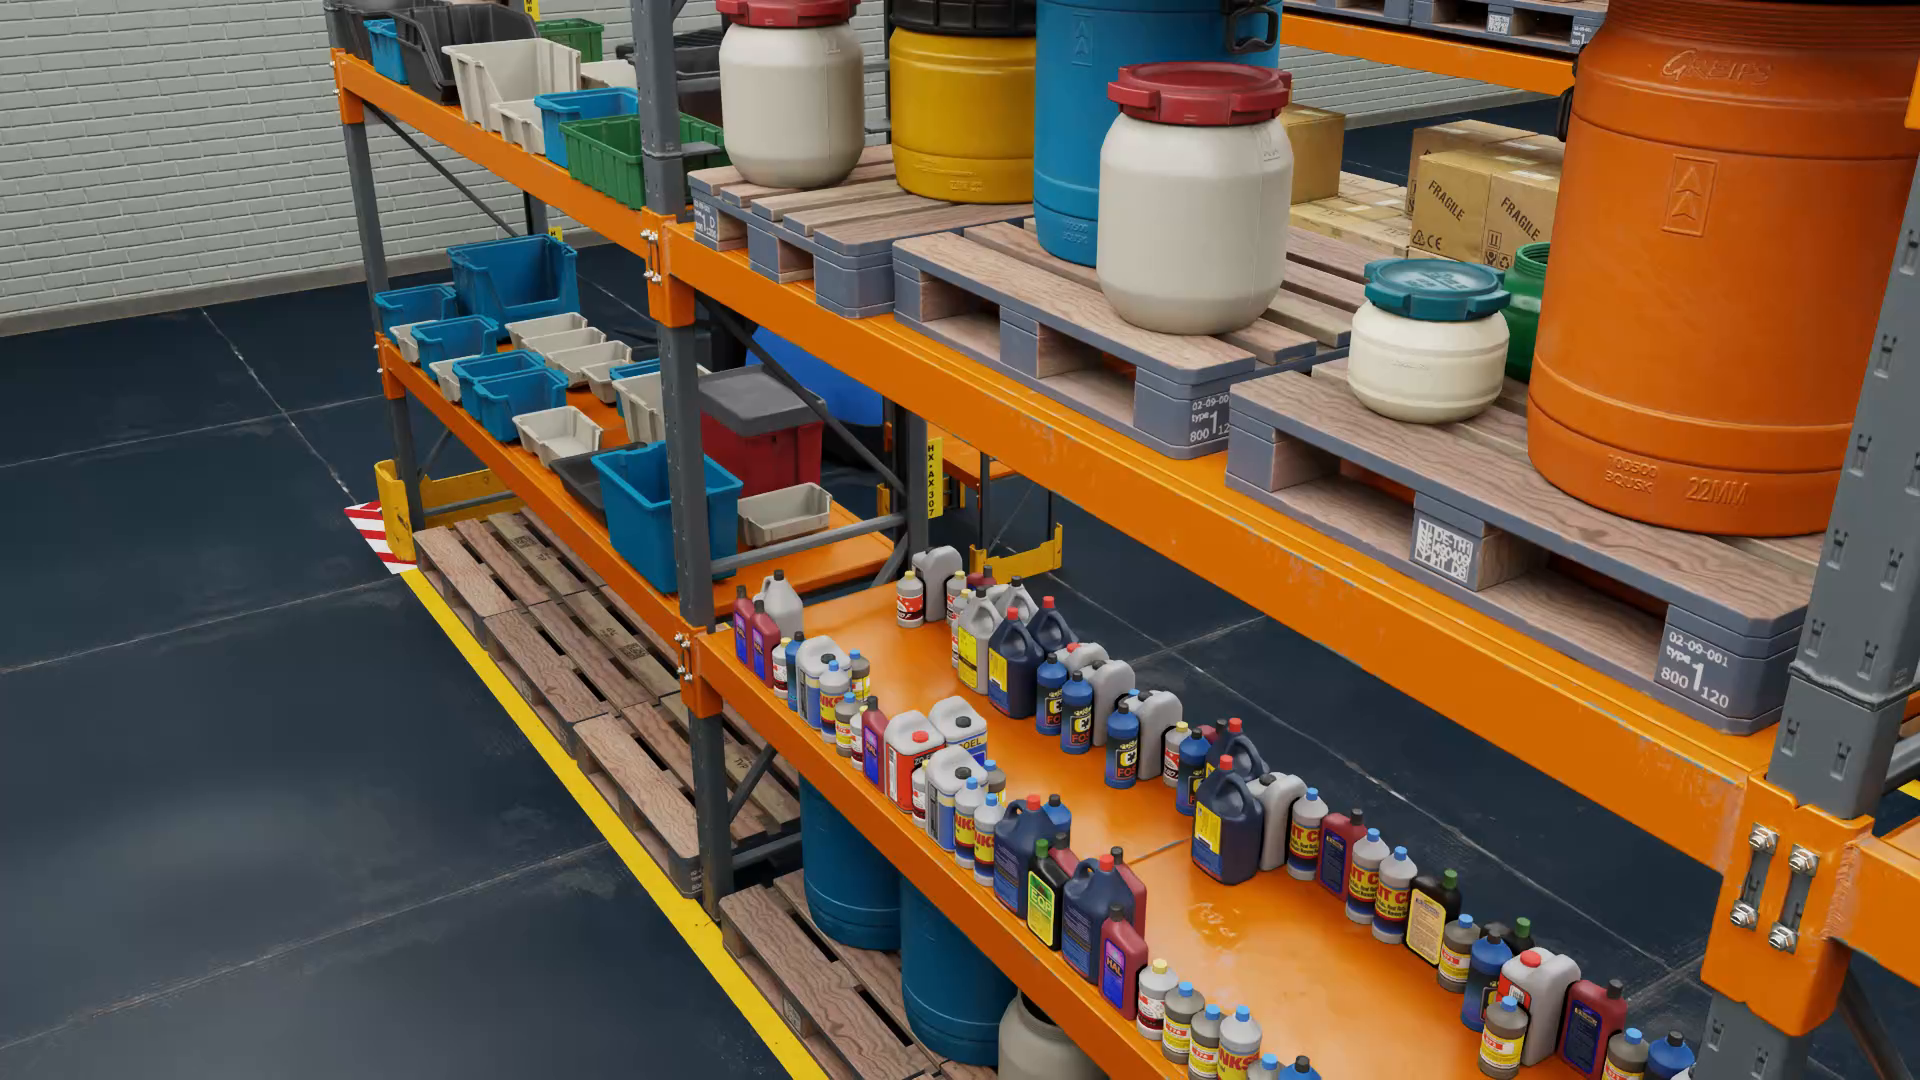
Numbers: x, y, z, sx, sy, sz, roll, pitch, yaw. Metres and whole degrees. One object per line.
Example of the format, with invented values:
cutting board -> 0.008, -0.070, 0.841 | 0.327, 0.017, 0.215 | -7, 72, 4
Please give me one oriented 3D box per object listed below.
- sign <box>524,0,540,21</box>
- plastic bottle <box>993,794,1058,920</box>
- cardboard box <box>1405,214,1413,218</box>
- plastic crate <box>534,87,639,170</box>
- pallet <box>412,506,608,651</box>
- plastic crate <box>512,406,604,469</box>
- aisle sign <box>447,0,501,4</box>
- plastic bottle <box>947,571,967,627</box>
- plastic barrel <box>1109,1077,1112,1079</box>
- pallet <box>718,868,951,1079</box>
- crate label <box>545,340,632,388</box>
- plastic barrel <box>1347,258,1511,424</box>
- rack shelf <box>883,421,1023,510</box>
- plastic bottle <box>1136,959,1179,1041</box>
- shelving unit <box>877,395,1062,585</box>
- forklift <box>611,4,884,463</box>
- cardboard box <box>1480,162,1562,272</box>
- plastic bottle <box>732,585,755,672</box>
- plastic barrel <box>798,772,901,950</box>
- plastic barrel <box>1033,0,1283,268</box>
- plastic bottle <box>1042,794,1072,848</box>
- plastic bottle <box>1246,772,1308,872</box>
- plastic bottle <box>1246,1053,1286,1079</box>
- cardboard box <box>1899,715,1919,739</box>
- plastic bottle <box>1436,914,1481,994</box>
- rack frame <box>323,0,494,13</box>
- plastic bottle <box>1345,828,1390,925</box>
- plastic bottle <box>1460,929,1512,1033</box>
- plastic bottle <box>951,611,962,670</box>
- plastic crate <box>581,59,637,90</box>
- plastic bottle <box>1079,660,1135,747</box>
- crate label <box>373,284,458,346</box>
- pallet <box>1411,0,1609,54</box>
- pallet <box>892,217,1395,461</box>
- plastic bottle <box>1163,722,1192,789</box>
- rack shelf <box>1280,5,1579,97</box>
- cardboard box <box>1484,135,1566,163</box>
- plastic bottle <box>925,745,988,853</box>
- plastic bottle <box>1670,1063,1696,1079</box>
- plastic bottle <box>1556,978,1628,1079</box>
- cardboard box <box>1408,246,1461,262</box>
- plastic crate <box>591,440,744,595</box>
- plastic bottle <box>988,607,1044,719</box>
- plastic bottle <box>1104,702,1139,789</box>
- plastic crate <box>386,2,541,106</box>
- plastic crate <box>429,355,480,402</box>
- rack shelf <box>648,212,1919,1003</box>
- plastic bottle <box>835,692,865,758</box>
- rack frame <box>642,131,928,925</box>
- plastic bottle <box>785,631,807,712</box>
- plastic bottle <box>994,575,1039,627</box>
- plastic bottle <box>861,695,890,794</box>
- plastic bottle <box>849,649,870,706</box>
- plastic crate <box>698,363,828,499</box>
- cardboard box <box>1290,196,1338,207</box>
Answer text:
sign -> -2.304, -2.855, 8.894 | 0.100, 0.325, 0.005 | -16, 29, -30
plastic bottle -> 0.183, 0.837, 4.521 | 0.144, 0.351, 0.185 | -16, 29, -30
cardboard box -> 2.985, -1.795, 9.865 | 0.500, 0.250, 0.500 | -15, 29, -28
plastic crate -> -1.337, -1.514, 6.125 | 0.416, 0.233, 0.300 | -16, 29, -30
pallet -> -2.338, 0.153, 9.179 | 1.003, 0.211, 1.213 | -16, 29, -30
plastic crate -> -1.775, -0.442, 7.412 | 0.293, 0.136, 0.466 | -16, 29, -30
aisle sign -> -2.550, -2.682, 8.872 | 0.394, 0.787, 0.004 | -16, 29, -30
plastic bottle -> 0.000, 0.209, 6.026 | 0.097, 0.201, 0.097 | 0, 25, 0
plastic barrel -> 0.713, 1.775, 4.810 | 0.600, 0.588, 0.708 | -16, 29, -30
pallet -> -0.186, 1.565, 6.187 | 1.003, 0.211, 1.213 | -16, 29, -30
crate label -> -1.841, -0.870, 8.317 | 0.396, 0.136, 0.243 | -16, 29, -30
plastic barrel -> 0.903, -0.384, 3.206 | 0.301, 0.262, 0.301 | 0, 25, 0
rack shelf -> 0.047, -0.485, 9.442 | 0.538, 0.185, 1.000 | -16, 29, -30
plastic bottle -> 0.487, 1.122, 4.092 | 0.097, 0.201, 0.097 | 0, 25, 0
shelving unit -> 0.042, -0.651, 9.372 | 0.587, 1.500, 1.083 | -16, 29, -30
forklift -> -1.525, -2.282, 11.151 | 3.031, 2.935, 1.130 | 15, 29, 29
cardboard box -> 3.102, -1.644, 8.667 | 0.500, 0.500, 0.500 | -15, 29, -28
plastic bottle -> -0.730, 0.302, 5.734 | 0.061, 0.283, 0.133 | -16, 29, -30
plastic barrel -> -0.290, 0.976, 6.135 | 0.600, 0.901, 0.708 | -16, 29, -30
plastic barrel -> 0.487, -1.180, 4.143 | 0.600, 0.901, 0.708 | -16, 29, -30
plastic bottle -> 0.260, 0.829, 4.631 | 0.097, 0.271, 0.097 | 0, 25, 0
plastic bottle -> 0.889, 0.779, 4.731 | 0.152, 0.276, 0.135 | -16, 29, -30
plastic bottle -> 0.700, 1.261, 3.797 | 0.097, 0.201, 0.097 | 0, 25, 0
cardboard box -> 4.921, 0.493, 7.188 | 1.225, 0.875, 0.875 | -15, 29, -29
plastic bottle -> 1.280, 1.048, 4.249 | 0.097, 0.201, 0.097 | 0, 25, 0
rack frame -> -2.756, -4.125, 7.947 | 1.000, 3.000, 0.127 | -16, 29, -30
plastic bottle -> 1.101, 0.899, 4.483 | 0.097, 0.271, 0.097 | 0, 25, 0
plastic bottle -> 1.302, 1.078, 4.103 | 0.097, 0.271, 0.097 | 0, 25, 0
plastic bottle -> 0.019, 0.340, 5.748 | 0.097, 0.201, 0.097 | 0, 25, 0
plastic crate -> -1.420, -1.968, 7.201 | 0.437, 0.136, 0.530 | -16, 29, -30
plastic bottle -> 0.462, 0.499, 5.324 | 0.152, 0.276, 0.135 | -16, 29, -30
crate label -> -2.897, -1.199, 8.901 | 0.416, 0.233, 0.303 | -16, 29, -30
pallet -> 3.139, -2.747, 8.646 | 1.003, 0.211, 1.213 | -16, 29, -30
pallet -> 0.559, -0.590, 4.194 | 1.003, 0.211, 1.213 | -16, 29, -30
plastic bottle -> 0.675, 0.651, 5.090 | 0.097, 0.201, 0.097 | 0, 25, 0
rack shelf -> 2.486, -2.882, 9.671 | 1.077, 0.370, 4.000 | -16, 29, -30
cardboard box -> 3.268, -1.950, 9.317 | 0.500, 0.500, 0.500 | -16, 29, -30
plastic bottle -> -0.007, 0.743, 4.808 | 0.152, 0.276, 0.135 | -16, 29, -30
plastic bottle -> 1.646, 1.275, 3.680 | 0.152, 0.276, 0.135 | -16, 29, -30
plastic bottle -> 1.504, 1.144, 3.950 | 0.061, 0.283, 0.133 | -16, 29, -30
cardboard box -> 2.832, -1.484, 9.207 | 0.500, 0.250, 0.500 | -15, 29, -28
plastic crate -> -1.113, -0.089, 6.373 | 0.392, 0.384, 0.575 | -16, 29, -30
plastic bottle -> 0.184, 0.393, 5.462 | 0.144, 0.351, 0.185 | -16, 29, -30
plastic bottle -> 0.494, 0.620, 5.073 | 0.097, 0.271, 0.097 | 0, 25, 0
plastic crate -> -2.152, -2.130, 7.308 | 0.504, 0.338, 0.767 | -16, 29, -30
plastic crate -> -2.421, -0.778, 8.124 | 0.250, 0.136, 0.298 | -16, 29, -30
rack shelf -> 0.519, -0.297, 4.195 | 1.077, 0.370, 4.000 | -16, 29, -30
plastic bottle -> -0.346, 0.576, 5.248 | 0.097, 0.201, 0.097 | 0, 25, 0
rack frame -> -0.573, 0.018, 6.197 | 1.000, 3.000, 0.127 | -16, 29, -30
plastic bottle -> -0.526, 0.427, 5.483 | 0.097, 0.271, 0.097 | 0, 25, 0
plastic bottle -> 0.203, 0.293, 5.673 | 0.144, 0.351, 0.185 | -16, 29, -30
plastic bottle -> -0.245, 0.619, 5.061 | 0.061, 0.283, 0.133 | -16, 29, -30
plastic bottle -> -0.345, 0.458, 5.499 | 0.097, 0.201, 0.097 | 0, 25, 0
plastic crate -> -0.850, -0.415, 6.971 | 0.402, 0.464, 0.583 | -16, 29, -30
cardboard box -> 1.990, -2.034, 10.371 | 0.500, 0.250, 0.500 | -17, 30, -31
